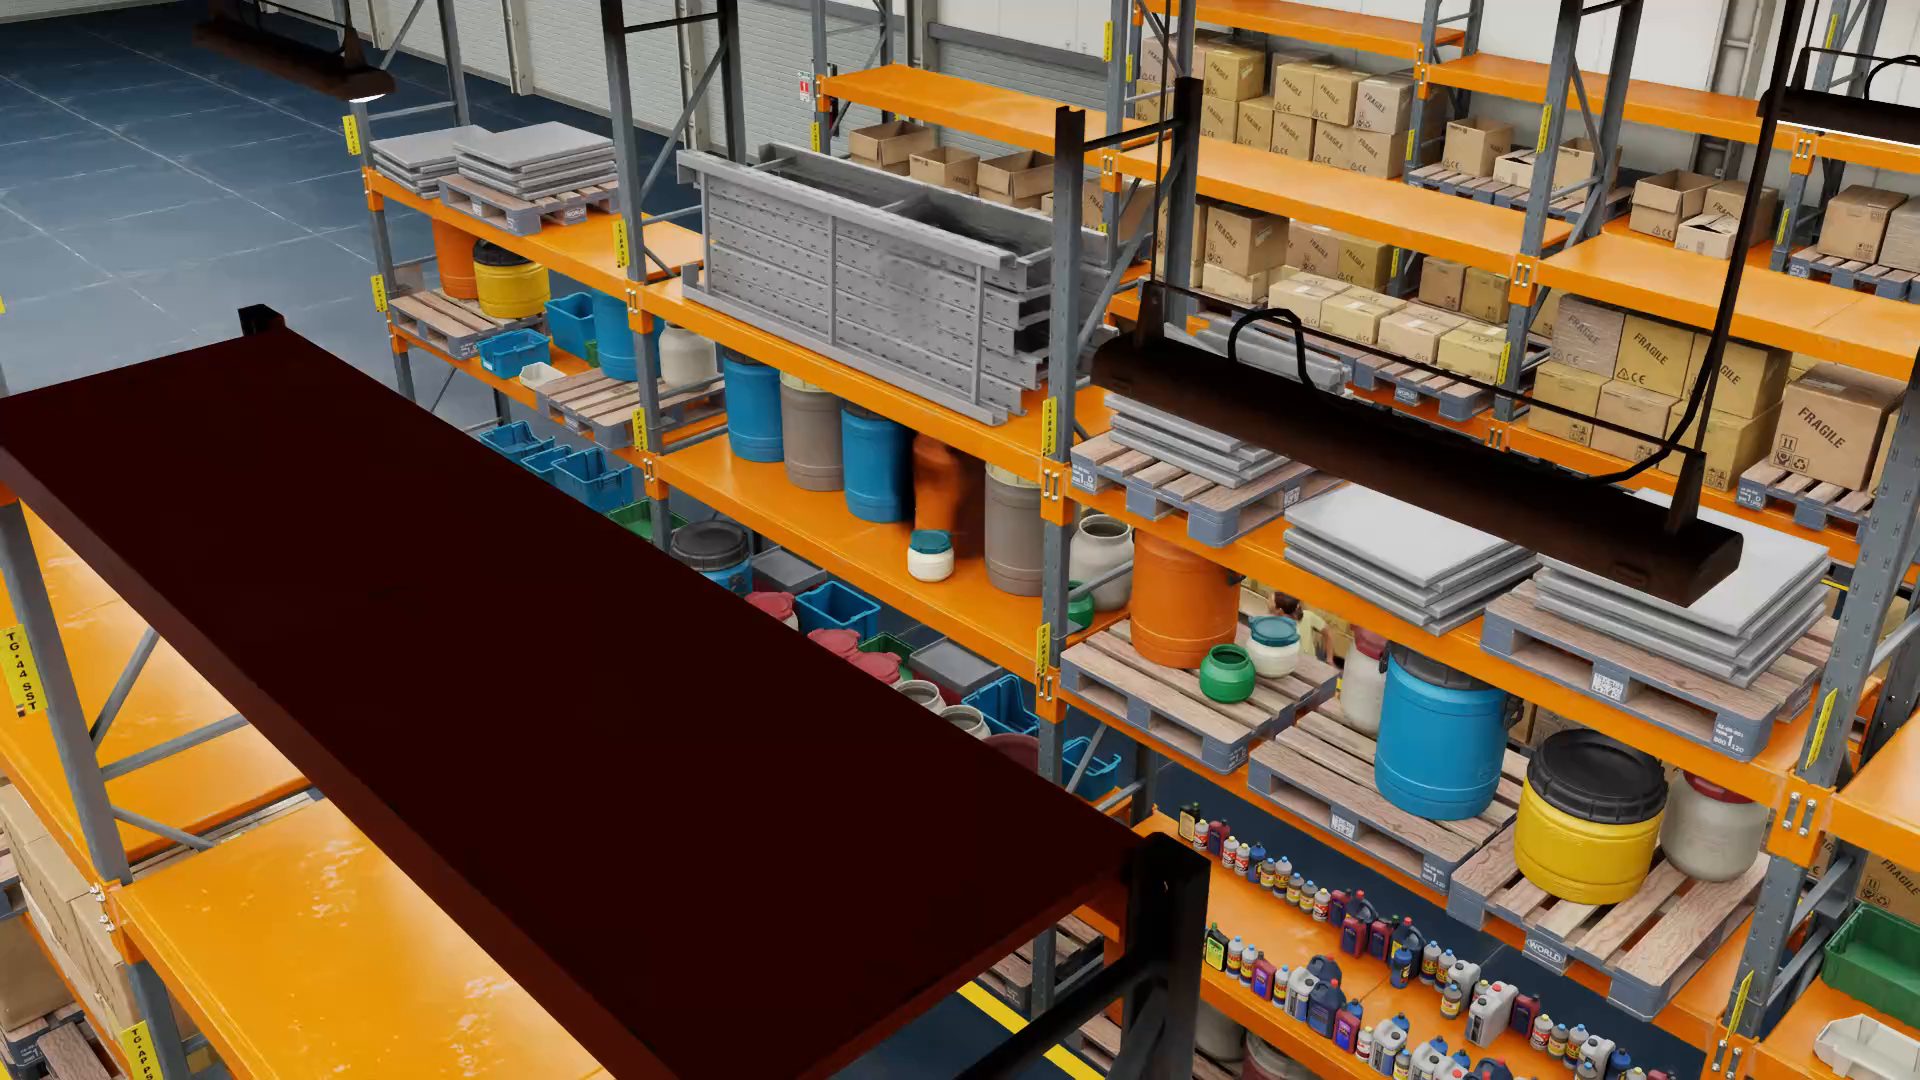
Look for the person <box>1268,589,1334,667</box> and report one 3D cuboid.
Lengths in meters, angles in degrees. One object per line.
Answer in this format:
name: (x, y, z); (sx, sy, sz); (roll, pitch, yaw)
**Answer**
person: (2.566, 1.102, 12.543); (0.690, 1.597, 0.579); (16, 32, 27)
